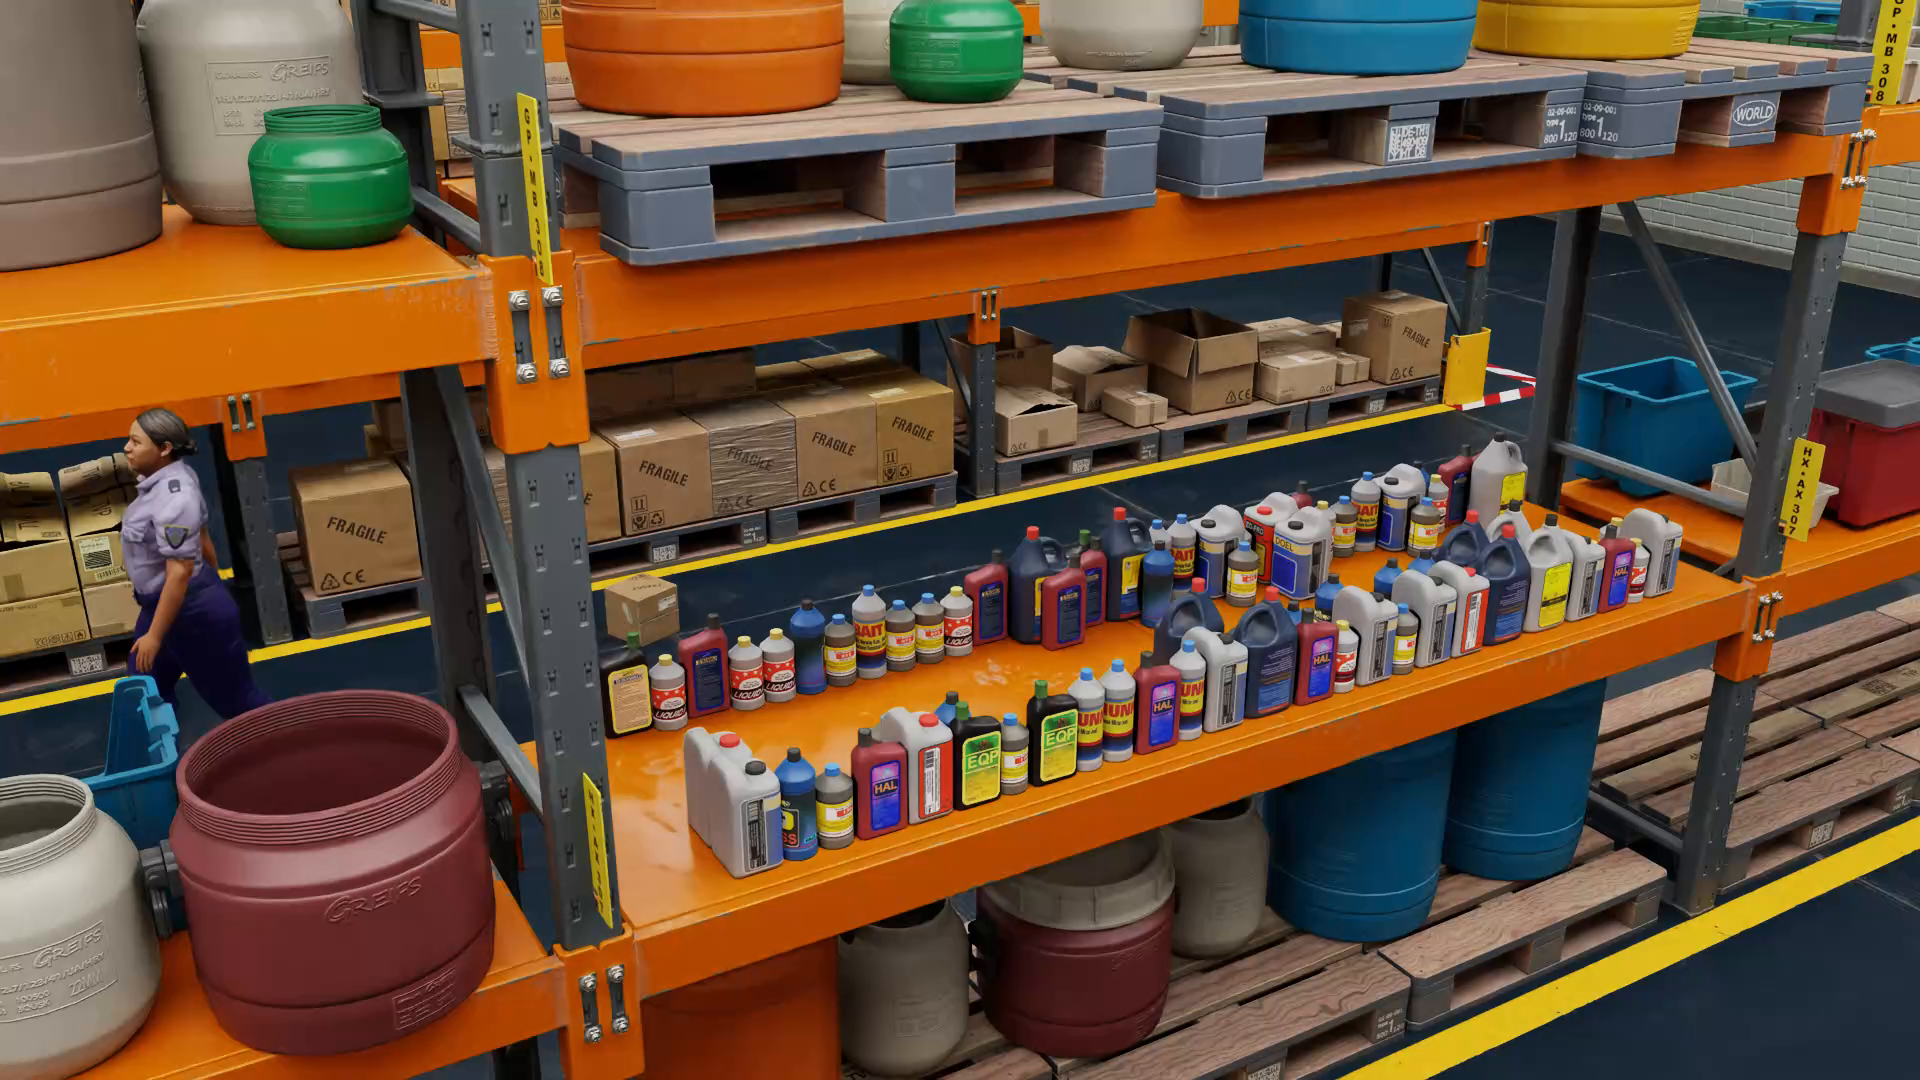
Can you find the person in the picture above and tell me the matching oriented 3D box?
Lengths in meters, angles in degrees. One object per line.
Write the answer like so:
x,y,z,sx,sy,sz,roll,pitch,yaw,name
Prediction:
-3.027,0.314,6.345,0.833,1.629,0.522,-12,25,-27,person
